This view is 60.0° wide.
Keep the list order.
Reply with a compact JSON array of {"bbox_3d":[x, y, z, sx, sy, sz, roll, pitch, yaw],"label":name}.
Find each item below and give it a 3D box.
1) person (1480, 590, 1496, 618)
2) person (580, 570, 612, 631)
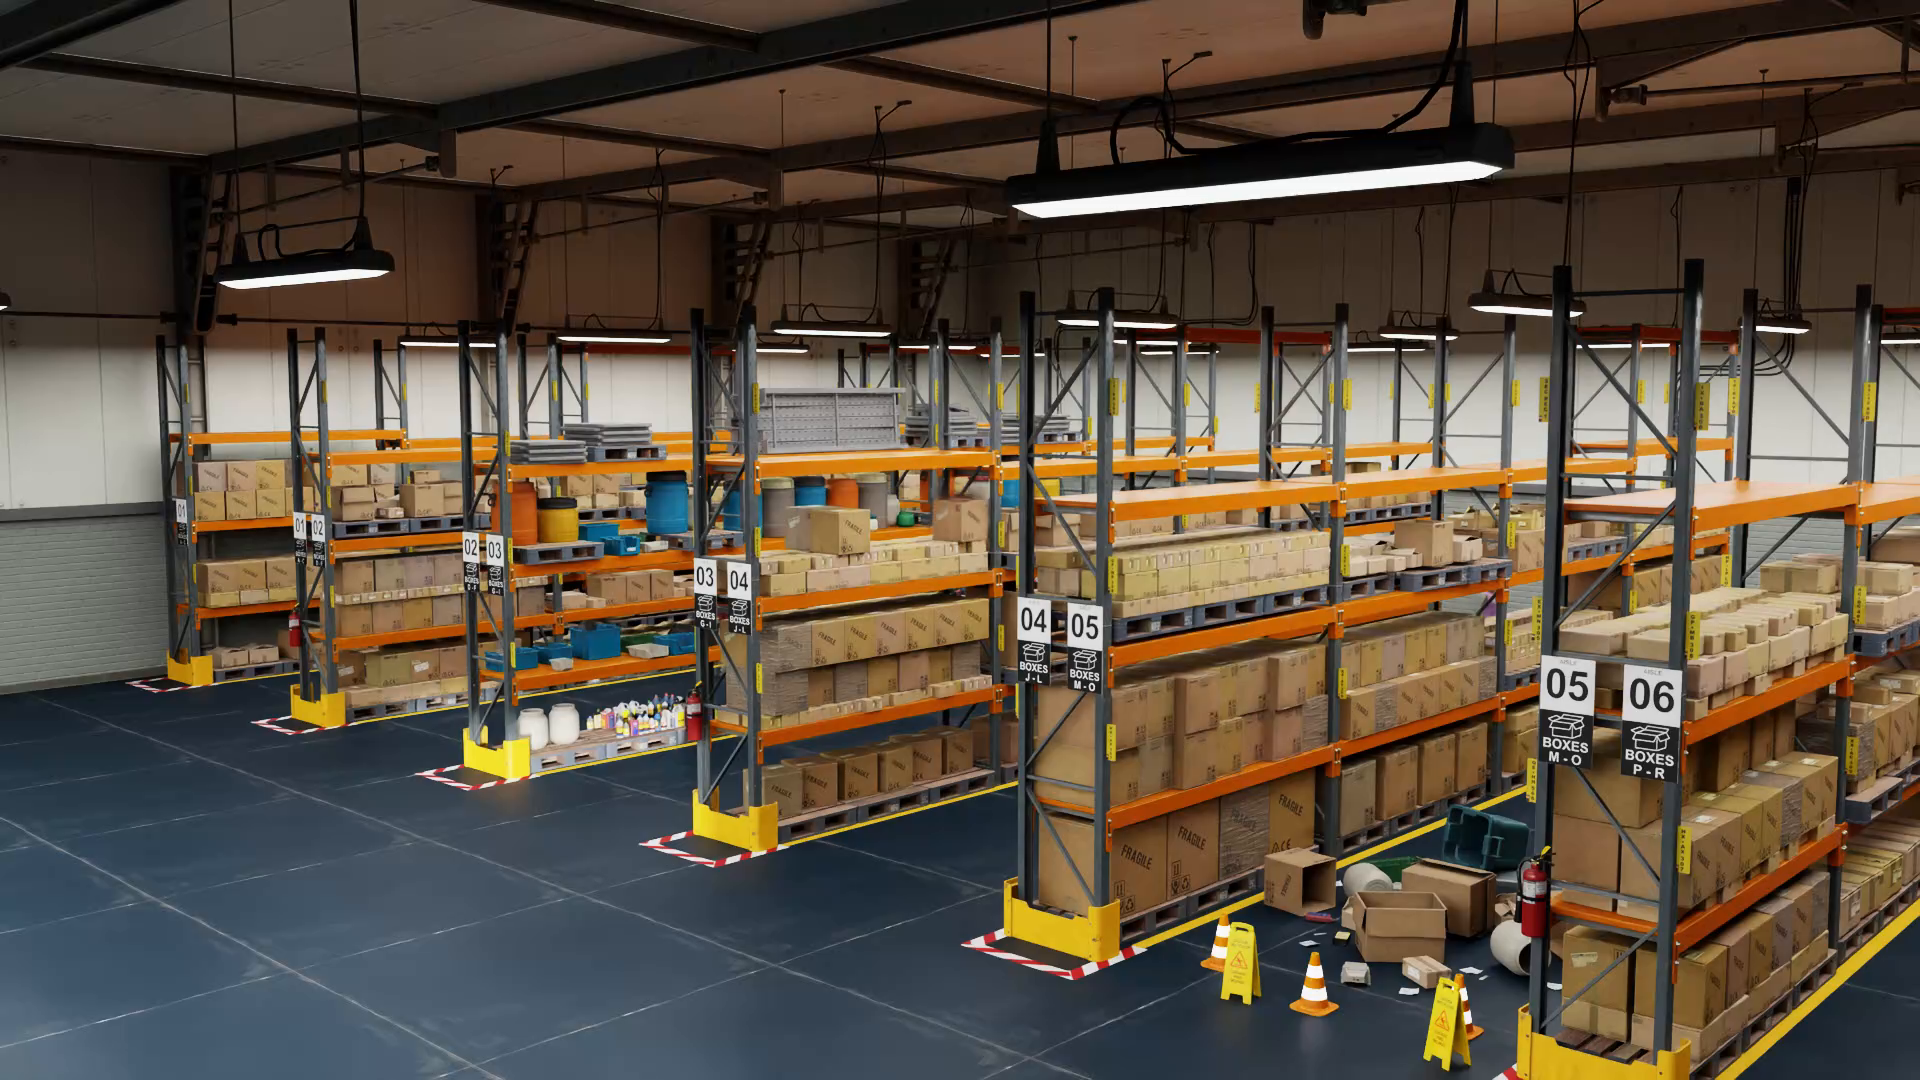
[{"bbox_3d":[9.711,1.526,30.303,0.458,1.626,0.455,-2,6,-18],"label":"person"},{"bbox_3d":[-7.255,1.266,32.818,0.564,1.588,1.058,4,6,34],"label":"person"}]
